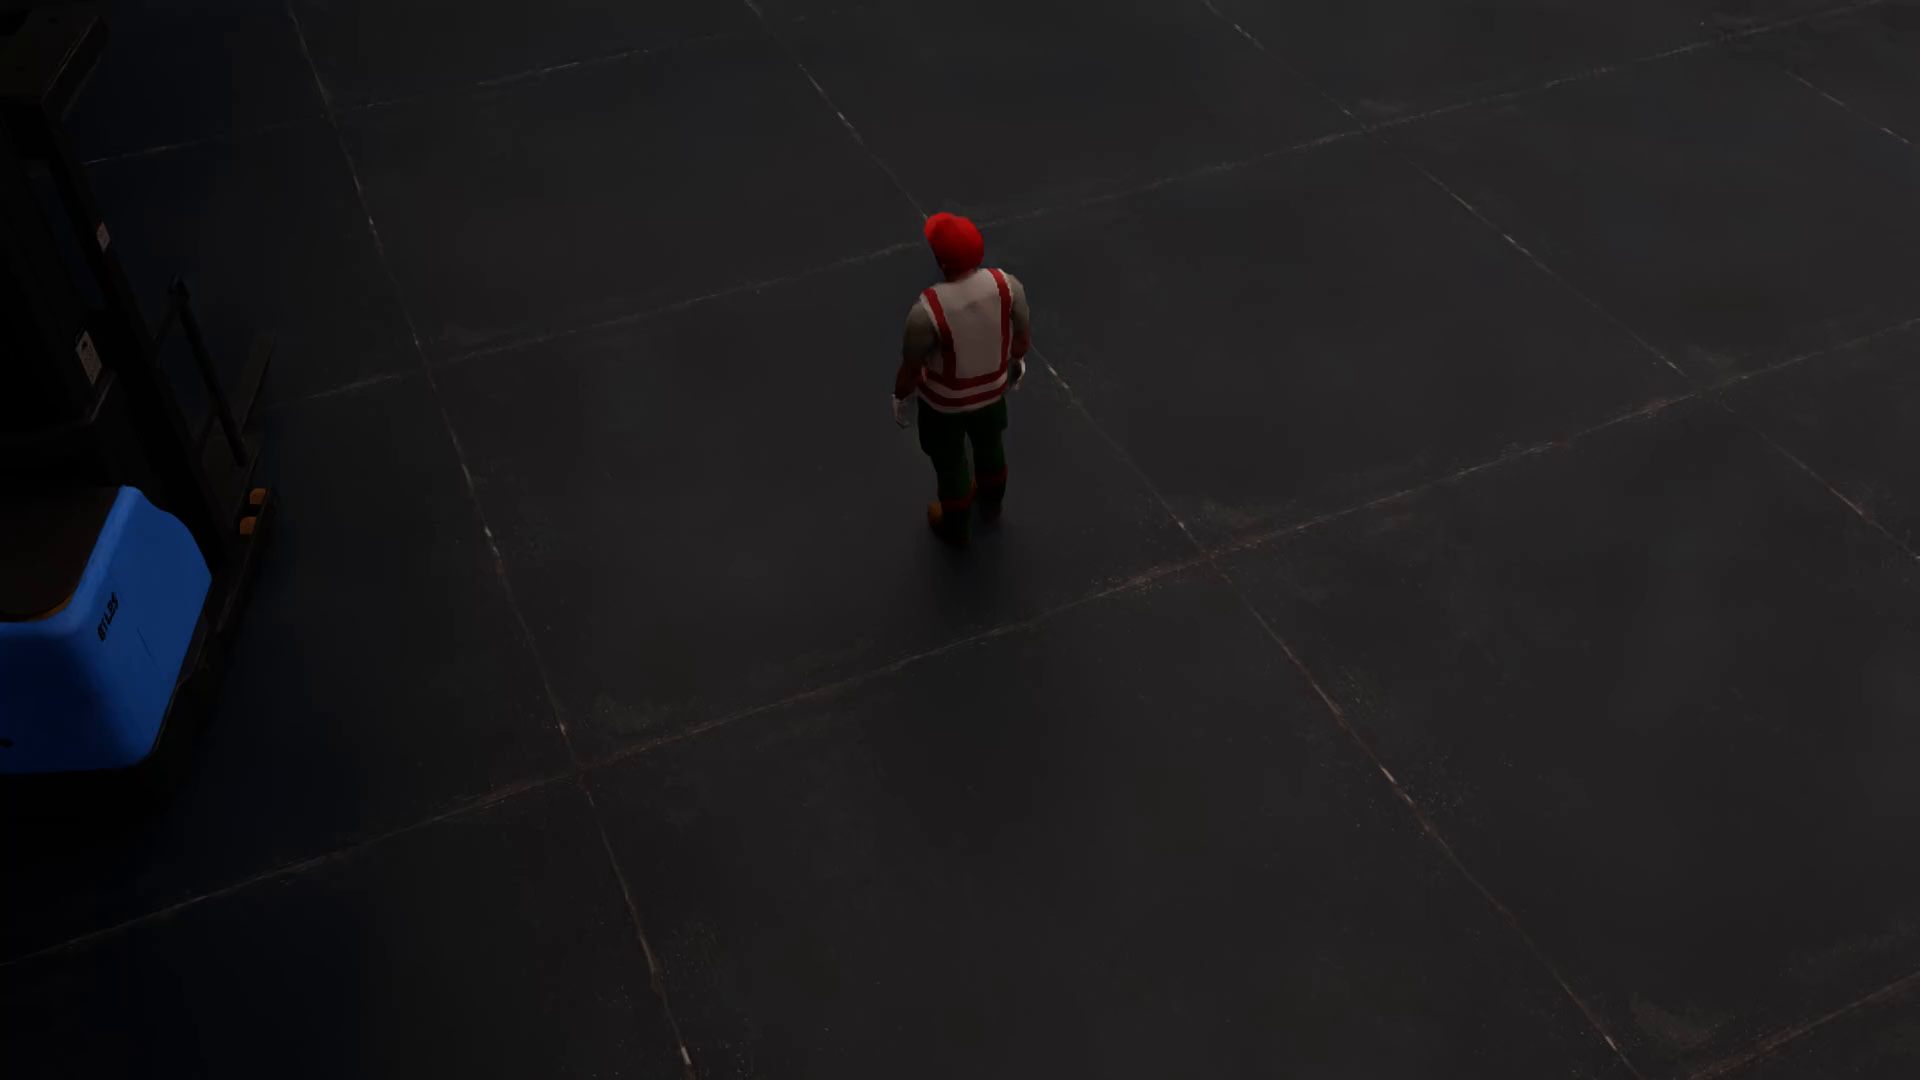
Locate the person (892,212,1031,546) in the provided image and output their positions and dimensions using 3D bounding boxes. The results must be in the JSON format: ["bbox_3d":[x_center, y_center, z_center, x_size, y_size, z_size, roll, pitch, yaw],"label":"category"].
[{"bbox_3d":[-0.024,-0.712,7.270,0.637,1.787,0.563,-18,46,-18],"label":"person"}]

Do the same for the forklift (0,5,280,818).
[{"bbox_3d":[-3.784,-0.960,6.709,1.130,2.935,3.031,-3,43,-4],"label":"forklift"}]
